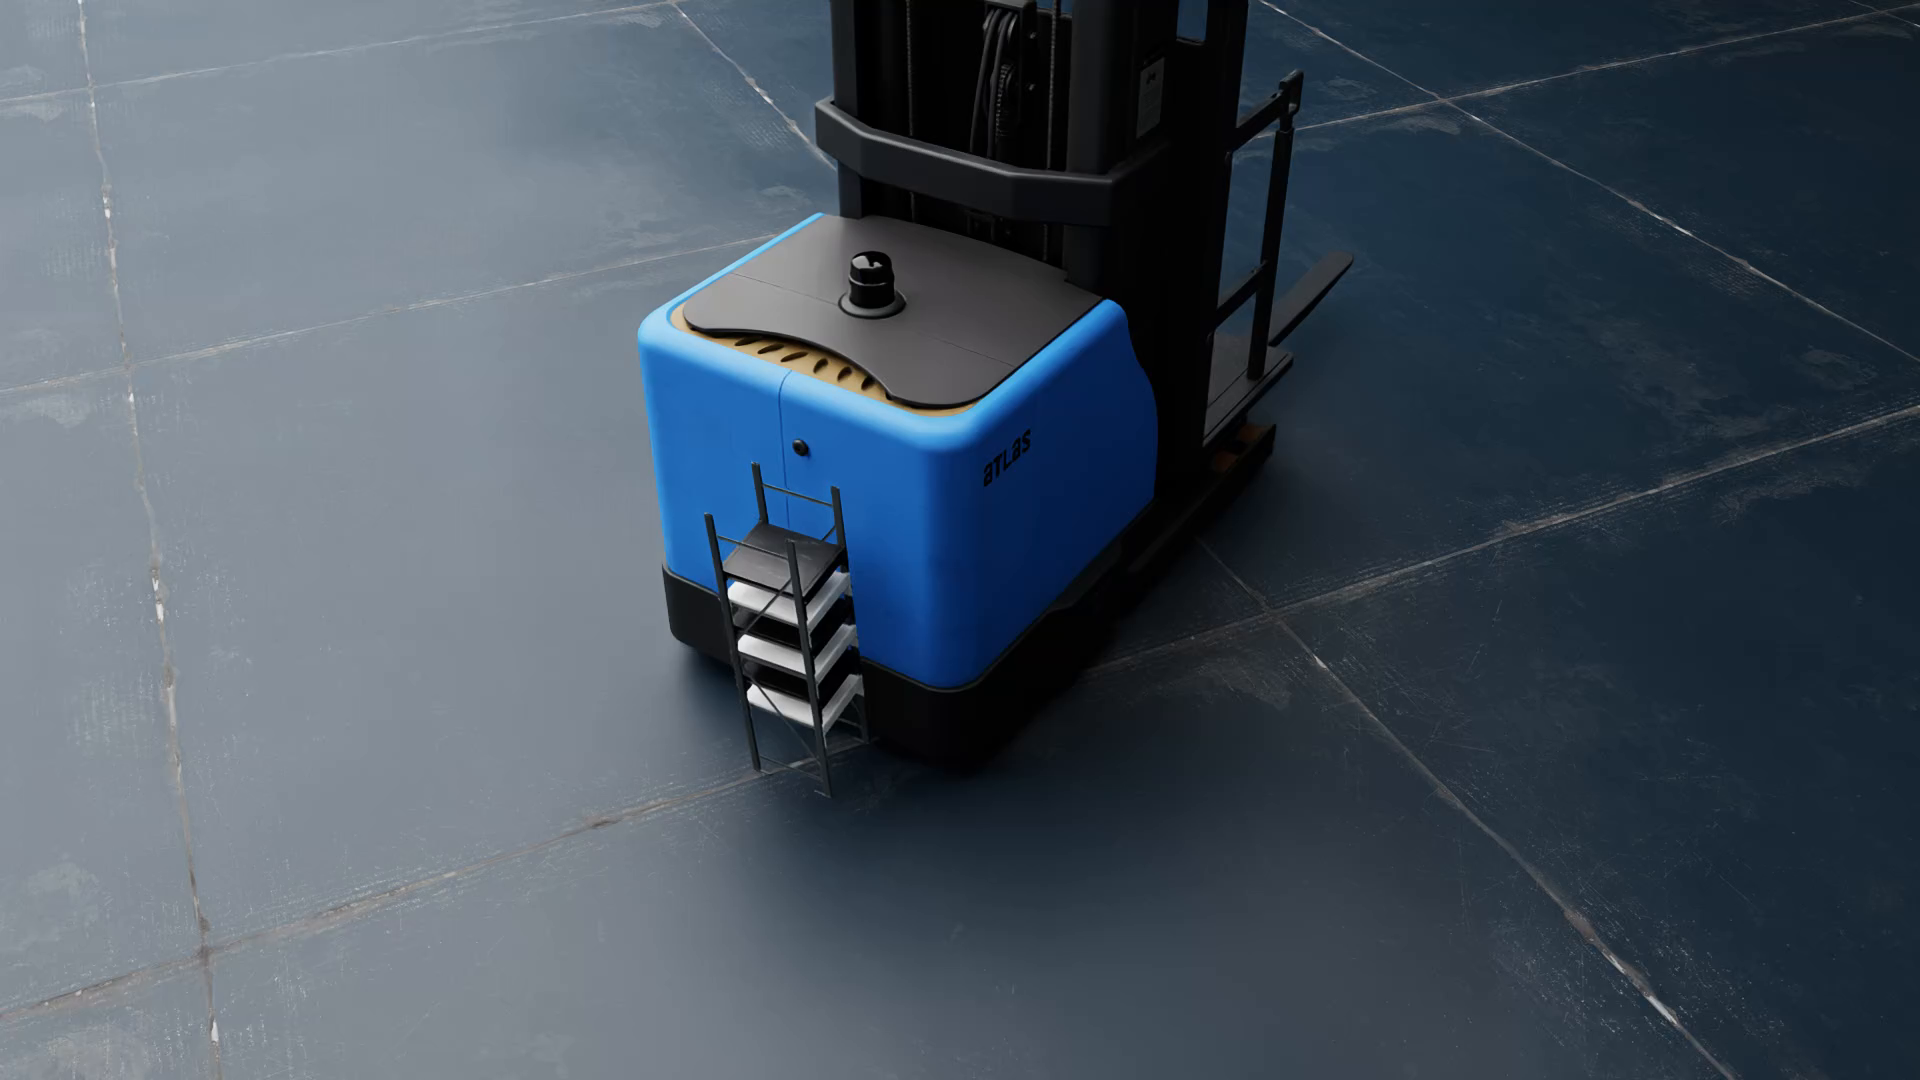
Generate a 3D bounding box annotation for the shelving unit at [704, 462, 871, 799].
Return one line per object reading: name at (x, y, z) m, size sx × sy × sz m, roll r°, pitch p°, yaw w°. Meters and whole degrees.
shelving unit at (-0.415, 0.245, 4.150) m, size 0.258 × 0.900 × 0.210 m, roll 17°, pitch 46°, yaw 21°

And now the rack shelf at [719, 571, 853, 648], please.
rack shelf at (-0.422, 0.135, 4.053) m, size 0.258 × 0.077 × 0.200 m, roll 17°, pitch 46°, yaw 21°

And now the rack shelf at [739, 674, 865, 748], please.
rack shelf at (-0.405, 0.404, 4.292) m, size 0.258 × 0.077 × 0.200 m, roll 17°, pitch 46°, yaw 21°

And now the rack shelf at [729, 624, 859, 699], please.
rack shelf at (-0.414, 0.269, 4.172) m, size 0.258 × 0.077 × 0.200 m, roll 17°, pitch 46°, yaw 21°

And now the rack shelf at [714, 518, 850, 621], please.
rack shelf at (-0.426, 0.068, 3.993) m, size 0.258 × 0.077 × 0.200 m, roll 17°, pitch 46°, yaw 21°

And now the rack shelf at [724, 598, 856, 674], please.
rack shelf at (-0.418, 0.202, 4.112) m, size 0.258 × 0.077 × 0.200 m, roll 17°, pitch 46°, yaw 21°

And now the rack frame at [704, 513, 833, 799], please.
rack frame at (-0.461, 0.306, 4.084) m, size 0.240 × 0.900 × 0.006 m, roll 17°, pitch 46°, yaw 21°

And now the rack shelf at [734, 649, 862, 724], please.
rack shelf at (-0.410, 0.336, 4.232) m, size 0.258 × 0.077 × 0.200 m, roll 17°, pitch 46°, yaw 21°

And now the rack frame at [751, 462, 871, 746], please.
rack frame at (-0.369, 0.183, 4.216) m, size 0.240 × 0.900 × 0.006 m, roll 17°, pitch 46°, yaw 21°

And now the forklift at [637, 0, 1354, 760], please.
forklift at (0.392, -1.443, 4.735) m, size 1.130 × 2.935 × 3.031 m, roll 21°, pitch 42°, yaw 26°
